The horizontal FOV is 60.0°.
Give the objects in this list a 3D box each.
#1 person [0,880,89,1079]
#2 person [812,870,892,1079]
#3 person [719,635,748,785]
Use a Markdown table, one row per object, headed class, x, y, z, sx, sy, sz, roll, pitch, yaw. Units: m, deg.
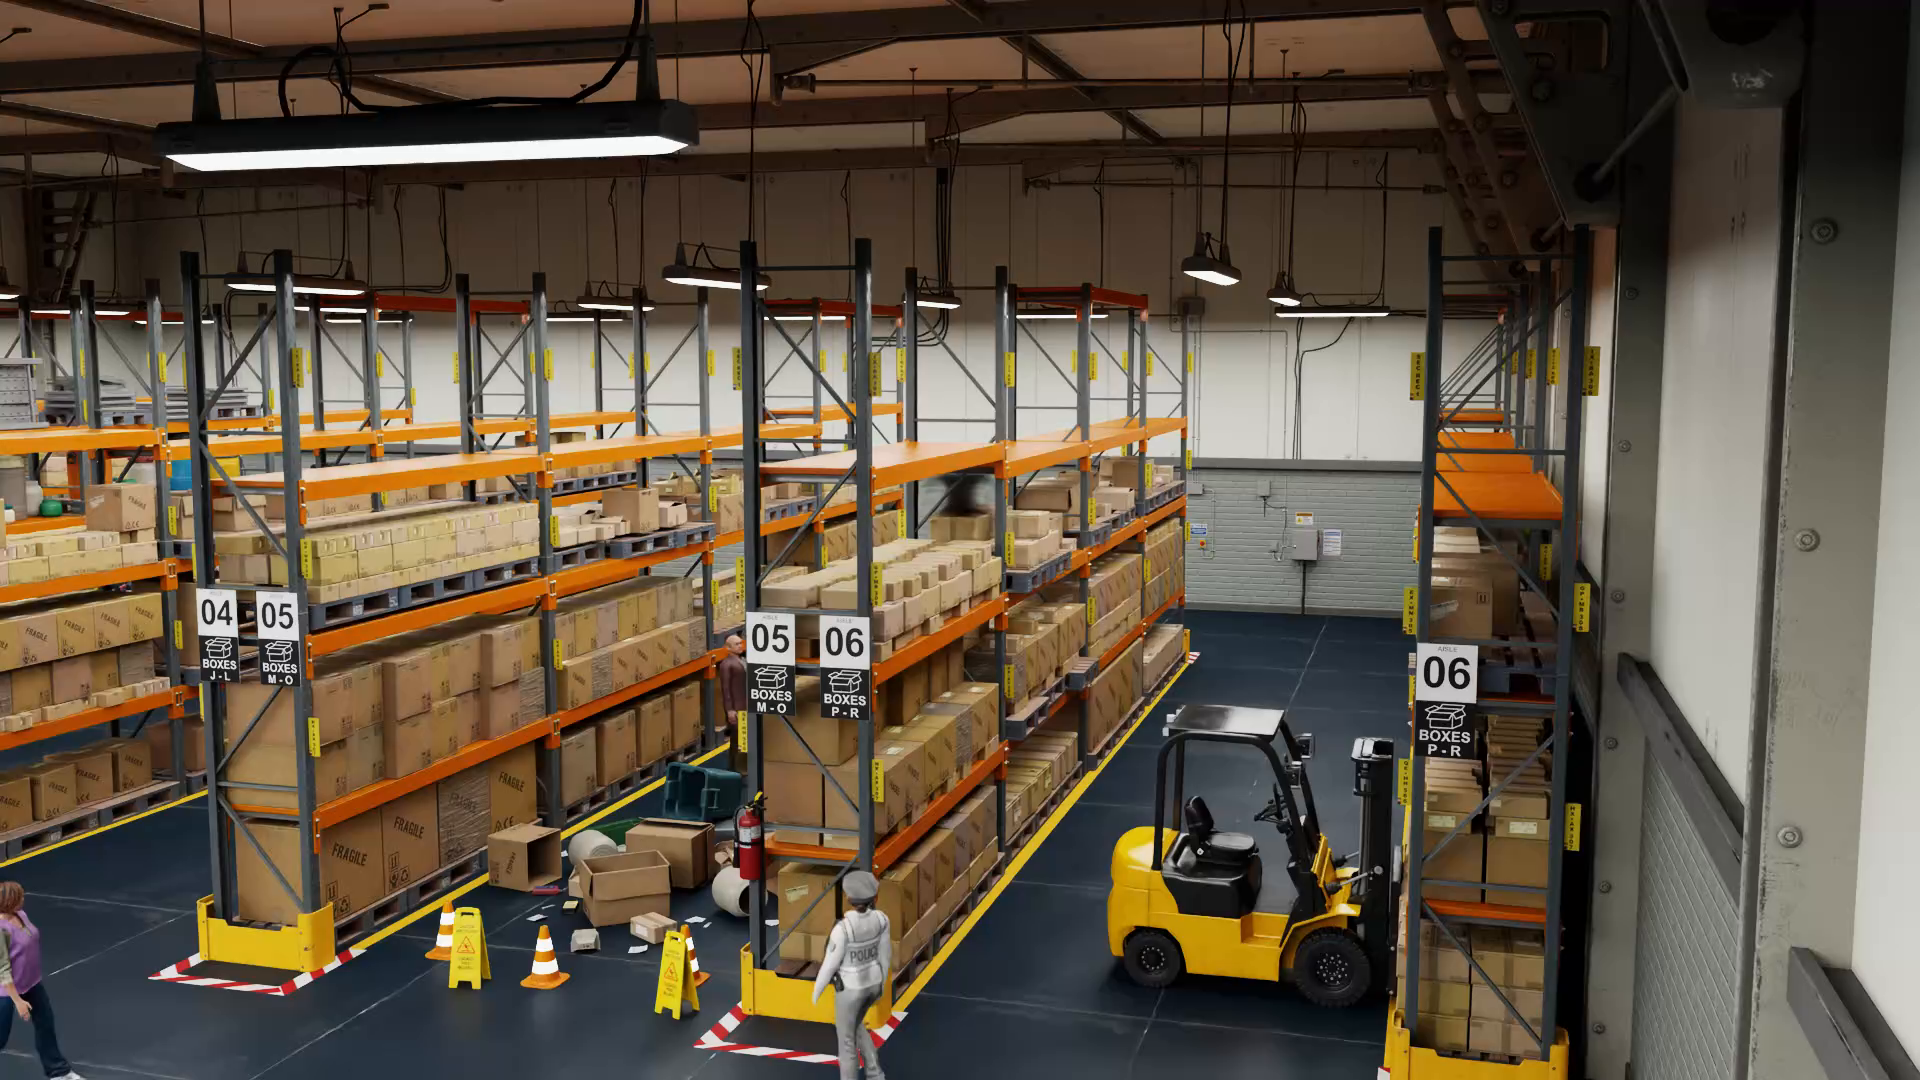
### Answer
| class | x | y | z | sx | sy | sz | roll | pitch | yaw |
| --- | --- | --- | --- | --- | --- | --- | --- | --- | --- |
| person | -6.470 | 3.100 | 11.467 | 0.590 | 1.595 | 0.558 | 1 | 6 | 8 |
| person | -0.723 | 3.074 | 11.386 | 0.508 | 1.706 | 0.522 | 5 | 8 | 35 |
| person | -2.634 | 2.038 | 20.151 | 0.517 | 1.775 | 0.599 | 0 | 6 | 0 |
